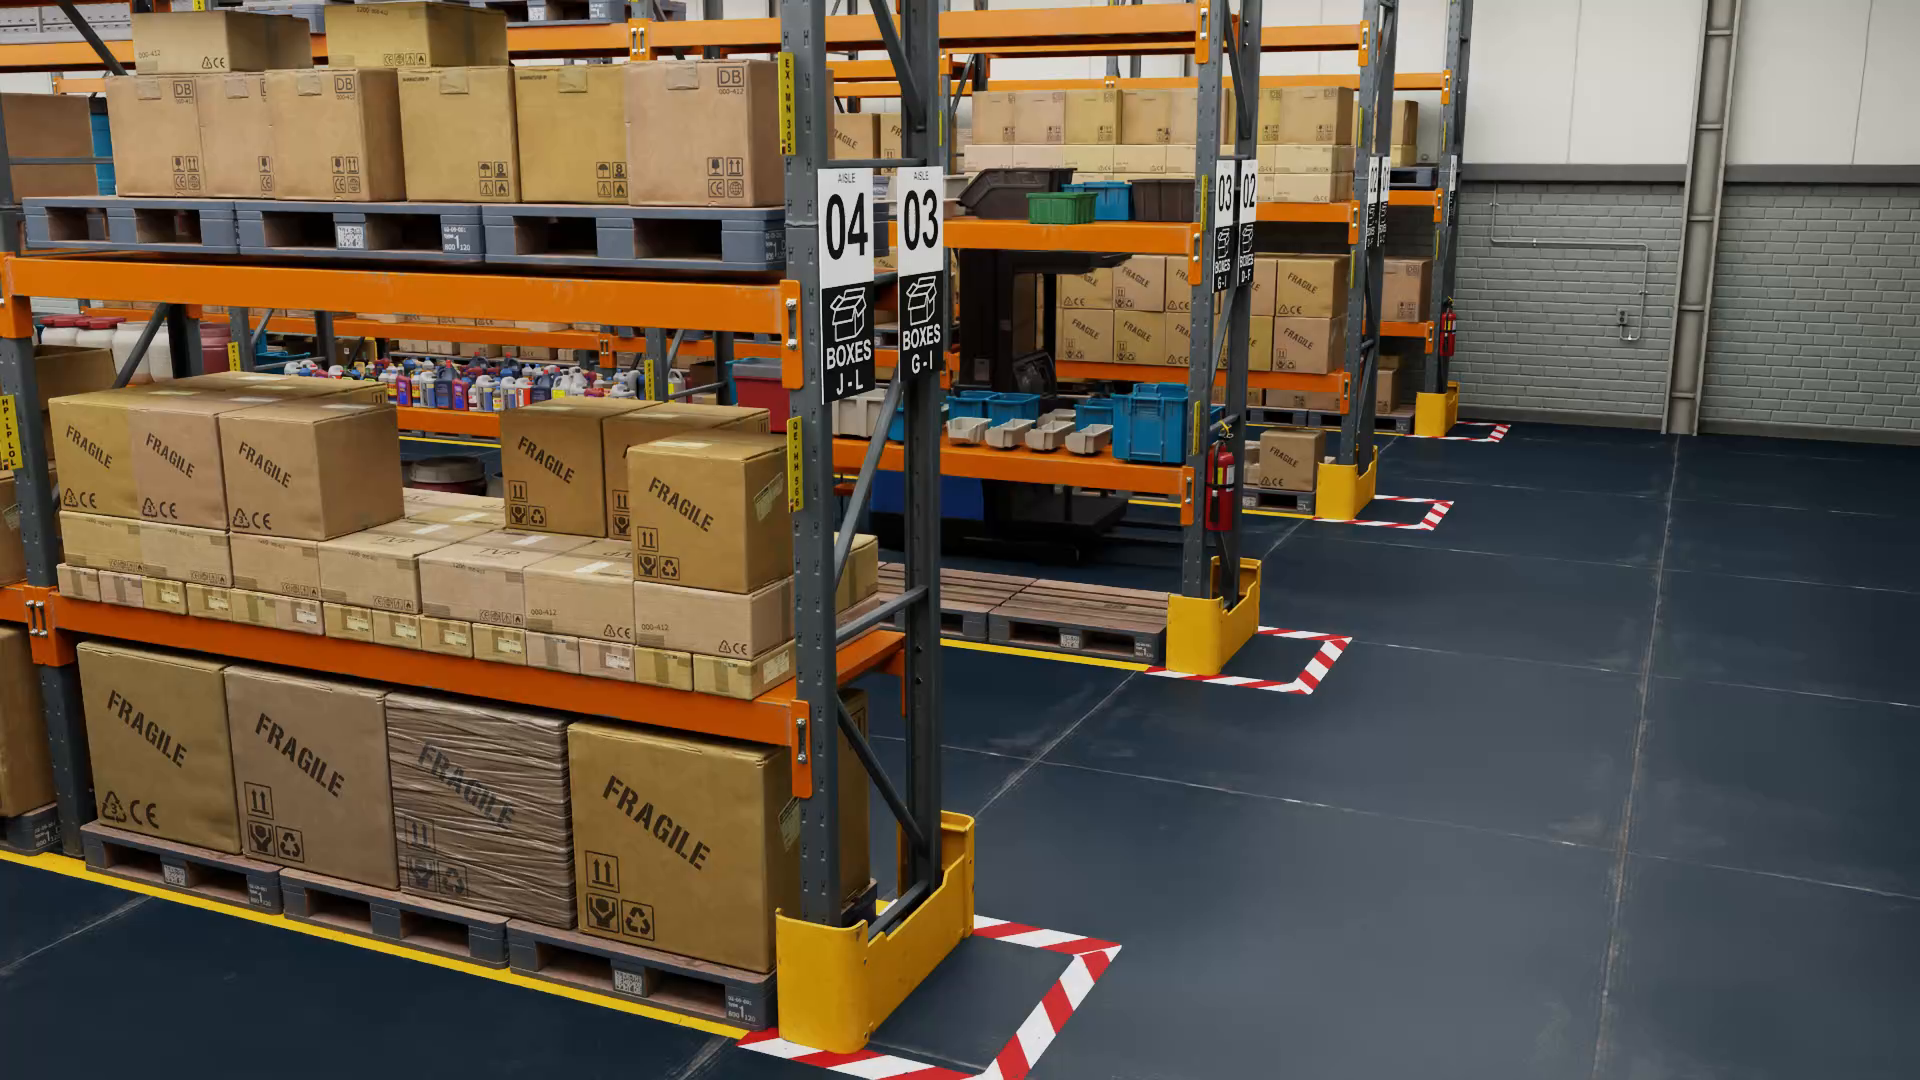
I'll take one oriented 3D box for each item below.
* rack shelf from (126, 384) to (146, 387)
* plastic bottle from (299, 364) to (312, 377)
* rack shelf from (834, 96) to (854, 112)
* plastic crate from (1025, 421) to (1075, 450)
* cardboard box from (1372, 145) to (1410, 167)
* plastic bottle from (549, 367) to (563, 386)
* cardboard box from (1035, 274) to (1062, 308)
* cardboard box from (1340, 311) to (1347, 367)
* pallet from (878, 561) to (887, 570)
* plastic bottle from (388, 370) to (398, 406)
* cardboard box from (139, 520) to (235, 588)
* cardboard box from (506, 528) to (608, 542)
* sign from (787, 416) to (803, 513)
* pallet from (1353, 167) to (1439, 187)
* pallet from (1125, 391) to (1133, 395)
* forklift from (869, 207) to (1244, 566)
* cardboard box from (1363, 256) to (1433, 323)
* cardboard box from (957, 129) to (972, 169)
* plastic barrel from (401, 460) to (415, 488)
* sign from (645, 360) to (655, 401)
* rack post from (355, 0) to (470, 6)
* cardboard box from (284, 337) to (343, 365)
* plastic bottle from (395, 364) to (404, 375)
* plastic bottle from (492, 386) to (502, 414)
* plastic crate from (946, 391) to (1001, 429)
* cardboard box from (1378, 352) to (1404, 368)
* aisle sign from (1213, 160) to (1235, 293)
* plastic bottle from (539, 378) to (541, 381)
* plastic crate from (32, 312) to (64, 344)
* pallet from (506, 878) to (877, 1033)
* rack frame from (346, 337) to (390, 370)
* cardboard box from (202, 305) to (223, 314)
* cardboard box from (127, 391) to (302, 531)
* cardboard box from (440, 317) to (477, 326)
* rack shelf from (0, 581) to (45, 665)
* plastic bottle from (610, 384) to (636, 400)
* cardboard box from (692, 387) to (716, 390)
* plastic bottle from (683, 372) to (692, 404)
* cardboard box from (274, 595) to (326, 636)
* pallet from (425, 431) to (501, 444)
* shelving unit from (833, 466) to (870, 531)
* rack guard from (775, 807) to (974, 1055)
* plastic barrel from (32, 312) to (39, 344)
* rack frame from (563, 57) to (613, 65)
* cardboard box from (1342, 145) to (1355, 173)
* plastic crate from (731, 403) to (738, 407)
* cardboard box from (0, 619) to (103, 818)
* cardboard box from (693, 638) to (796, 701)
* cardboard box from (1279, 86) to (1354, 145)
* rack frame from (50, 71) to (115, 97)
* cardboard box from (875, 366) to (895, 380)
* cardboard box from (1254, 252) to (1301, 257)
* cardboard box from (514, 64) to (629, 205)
[{"bbox_3d":[-7.472,-1.303,14.816,4.000,0.370,1.077,6,14,23],"label":"rack shelf"},{"bbox_3d":[-5.284,-1.282,13.432,0.097,0.271,0.097,0,13,0],"label":"plastic bottle"},{"bbox_3d":[-3.459,-6.098,22.995,4.000,0.370,1.077,6,14,23],"label":"rack shelf"},{"bbox_3d":[0.593,-0.696,11.102,0.243,0.136,0.396,6,14,23],"label":"plastic crate"},{"bbox_3d":[4.907,-4.450,19.277,0.500,0.250,0.500,6,15,25],"label":"cardboard box"},{"bbox_3d":[-3.070,-1.138,12.646,0.185,0.351,0.144,6,14,23],"label":"plastic bottle"},{"bbox_3d":[0.813,-2.518,16.011,0.500,0.500,0.500,5,14,21],"label":"cardboard box"},{"bbox_3d":[3.382,-1.907,15.597,0.500,0.500,0.500,6,15,24],"label":"cardboard box"},{"bbox_3d":[-1.298,0.319,12.431,1.213,0.211,1.003,6,14,23],"label":"pallet"},{"bbox_3d":[-4.439,-1.196,13.067,0.097,0.271,0.097,0,13,0],"label":"plastic bottle"},{"bbox_3d":[-3.216,0.010,7.324,0.500,0.250,0.500,6,14,23],"label":"cardboard box"},{"bbox_3d":[-1.600,0.040,7.195,0.500,0.250,0.500,5,14,21],"label":"cardboard box"},{"bbox_3d":[-0.567,-0.260,5.745,0.005,0.325,0.100,6,14,23],"label":"sign"},{"bbox_3d":[5.001,-4.281,19.560,1.213,0.211,1.003,6,14,23],"label":"pallet"},{"bbox_3d":[2.690,-1.723,21.136,1.213,0.211,1.003,6,14,23],"label":"pallet"},{"bbox_3d":[0.801,-1.354,13.609,3.031,2.935,1.130,5,14,21],"label":"forklift"},{"bbox_3d":[5.214,-2.988,19.767,0.700,0.700,0.980,7,15,26],"label":"cardboard box"},{"bbox_3d":[0.300,-5.093,21.644,0.500,0.500,0.700,6,14,23],"label":"cardboard box"},{"bbox_3d":[-4.636,-0.386,13.861,0.421,0.512,0.421,0,13,0],"label":"plastic barrel"},{"bbox_3d":[-2.210,-1.118,11.848,0.005,0.325,0.100,6,14,23],"label":"sign"},{"bbox_3d":[-3.888,-3.936,12.425,0.954,0.300,0.937,8,15,29],"label":"rack post"},{"bbox_3d":[-8.048,-2.256,20.763,0.500,0.500,0.500,6,14,23],"label":"cardboard box"},{"bbox_3d":[-4.702,-1.378,13.997,0.097,0.201,0.097,0,13,0],"label":"plastic bottle"},{"bbox_3d":[-3.512,-1.068,12.676,0.097,0.201,0.097,0,13,0],"label":"plastic bottle"},{"bbox_3d":[0.101,-0.917,11.831,0.300,0.233,0.416,6,14,23],"label":"plastic crate"},{"bbox_3d":[5.199,-2.175,20.089,0.250,0.149,0.380,6,14,24],"label":"cardboard box"},{"bbox_3d":[1.618,-1.926,10.205,0.004,0.787,0.394,6,14,23],"label":"aisle sign"},{"bbox_3d":[-3.347,-1.203,13.251,0.097,0.201,0.097,0,13,0],"label":"plastic bottle"},{"bbox_3d":[-8.734,-1.889,15.597,0.583,0.464,0.402,6,14,23],"label":"plastic crate"},{"bbox_3d":[-1.098,1.607,6.946,1.213,0.211,1.003,6,14,23],"label":"pallet"},{"bbox_3d":[-7.291,-2.873,19.931,0.127,3.000,1.000,6,14,23],"label":"rack frame"},{"bbox_3d":[-9.110,-3.103,20.693,0.500,0.500,0.700,6,15,25],"label":"cardboard box"},{"bbox_3d":[-3.211,-0.356,7.240,0.500,0.500,0.500,6,14,23],"label":"cardboard box"},{"bbox_3d":[-5.655,-2.752,19.197,0.500,0.500,0.500,6,14,23],"label":"cardboard box"},{"bbox_3d":[-5.821,0.102,8.830,4.000,0.370,1.077,6,14,23],"label":"rack shelf"},{"bbox_3d":[-2.477,-1.007,12.250,0.135,0.276,0.152,6,14,23],"label":"plastic bottle"},{"bbox_3d":[-2.683,-1.462,18.429,0.500,0.500,0.500,6,15,25],"label":"cardboard box"},{"bbox_3d":[-2.148,-1.164,12.906,0.133,0.283,0.061,6,14,23],"label":"plastic bottle"},{"bbox_3d":[-2.671,0.275,7.065,0.250,0.149,0.380,6,14,24],"label":"cardboard box"},{"bbox_3d":[-5.482,-1.342,19.514,1.213,0.211,1.003,6,14,23],"label":"pallet"},{"bbox_3d":[-0.857,-0.659,14.437,0.503,1.200,0.258,5,14,21],"label":"shelving unit"},{"bbox_3d":[-0.313,1.526,6.658,0.348,0.500,1.175,6,14,23],"label":"rack guard"},{"bbox_3d":[-8.514,-1.770,14.935,0.433,0.535,0.433,0,13,0],"label":"plastic barrel"},{"bbox_3d":[-5.288,-6.828,23.656,0.127,3.000,1.000,6,14,23],"label":"rack frame"},{"bbox_3d":[3.317,-3.495,15.250,0.500,0.250,0.500,6,14,23],"label":"cardboard box"},{"bbox_3d":[-1.618,-0.926,12.081,0.243,0.136,0.396,6,14,23],"label":"plastic crate"},{"bbox_3d":[-4.585,0.711,8.389,0.875,0.875,1.225,6,14,23],"label":"cardboard box"},{"bbox_3d":[-0.794,0.465,6.258,0.250,0.149,0.380,6,15,24],"label":"cardboard box"},{"bbox_3d":[3.205,-3.802,14.918,0.500,0.500,0.700,6,14,23],"label":"cardboard box"},{"bbox_3d":[-10.948,-6.163,20.823,0.127,3.000,1.000,6,14,23],"label":"rack frame"},{"bbox_3d":[-1.011,-2.600,22.555,0.750,0.750,0.750,6,14,22],"label":"cardboard box"},{"bbox_3d":[2.901,-2.441,15.682,0.500,0.500,0.500,6,14,24],"label":"cardboard box"},{"bbox_3d":[-1.298,-1.570,6.455,0.500,0.500,0.700,5,14,21],"label":"cardboard box"}]
